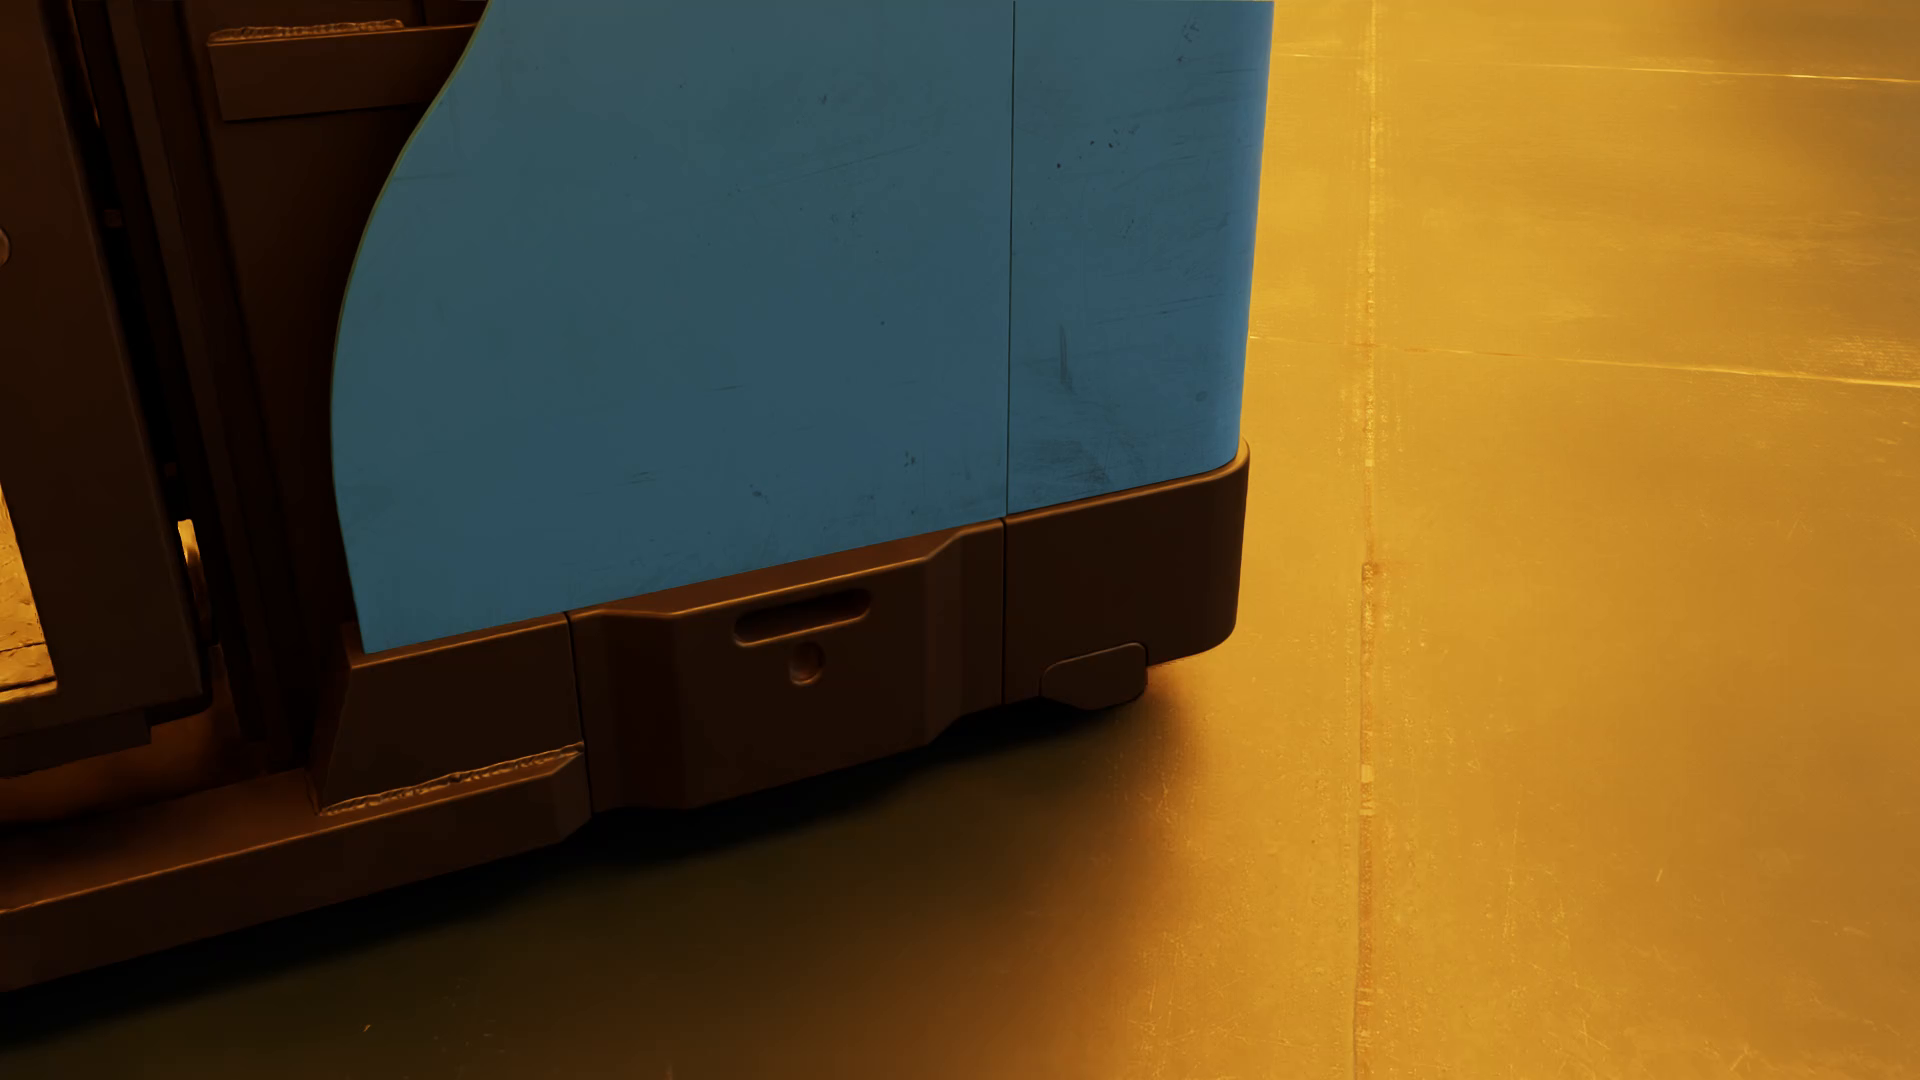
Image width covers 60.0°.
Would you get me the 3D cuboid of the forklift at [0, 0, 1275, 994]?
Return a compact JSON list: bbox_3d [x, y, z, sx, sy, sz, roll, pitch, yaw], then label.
[{"bbox_3d":[-1.201,-1.038,1.303,3.031,2.935,1.130,-12,29,-23],"label":"forklift"}]
